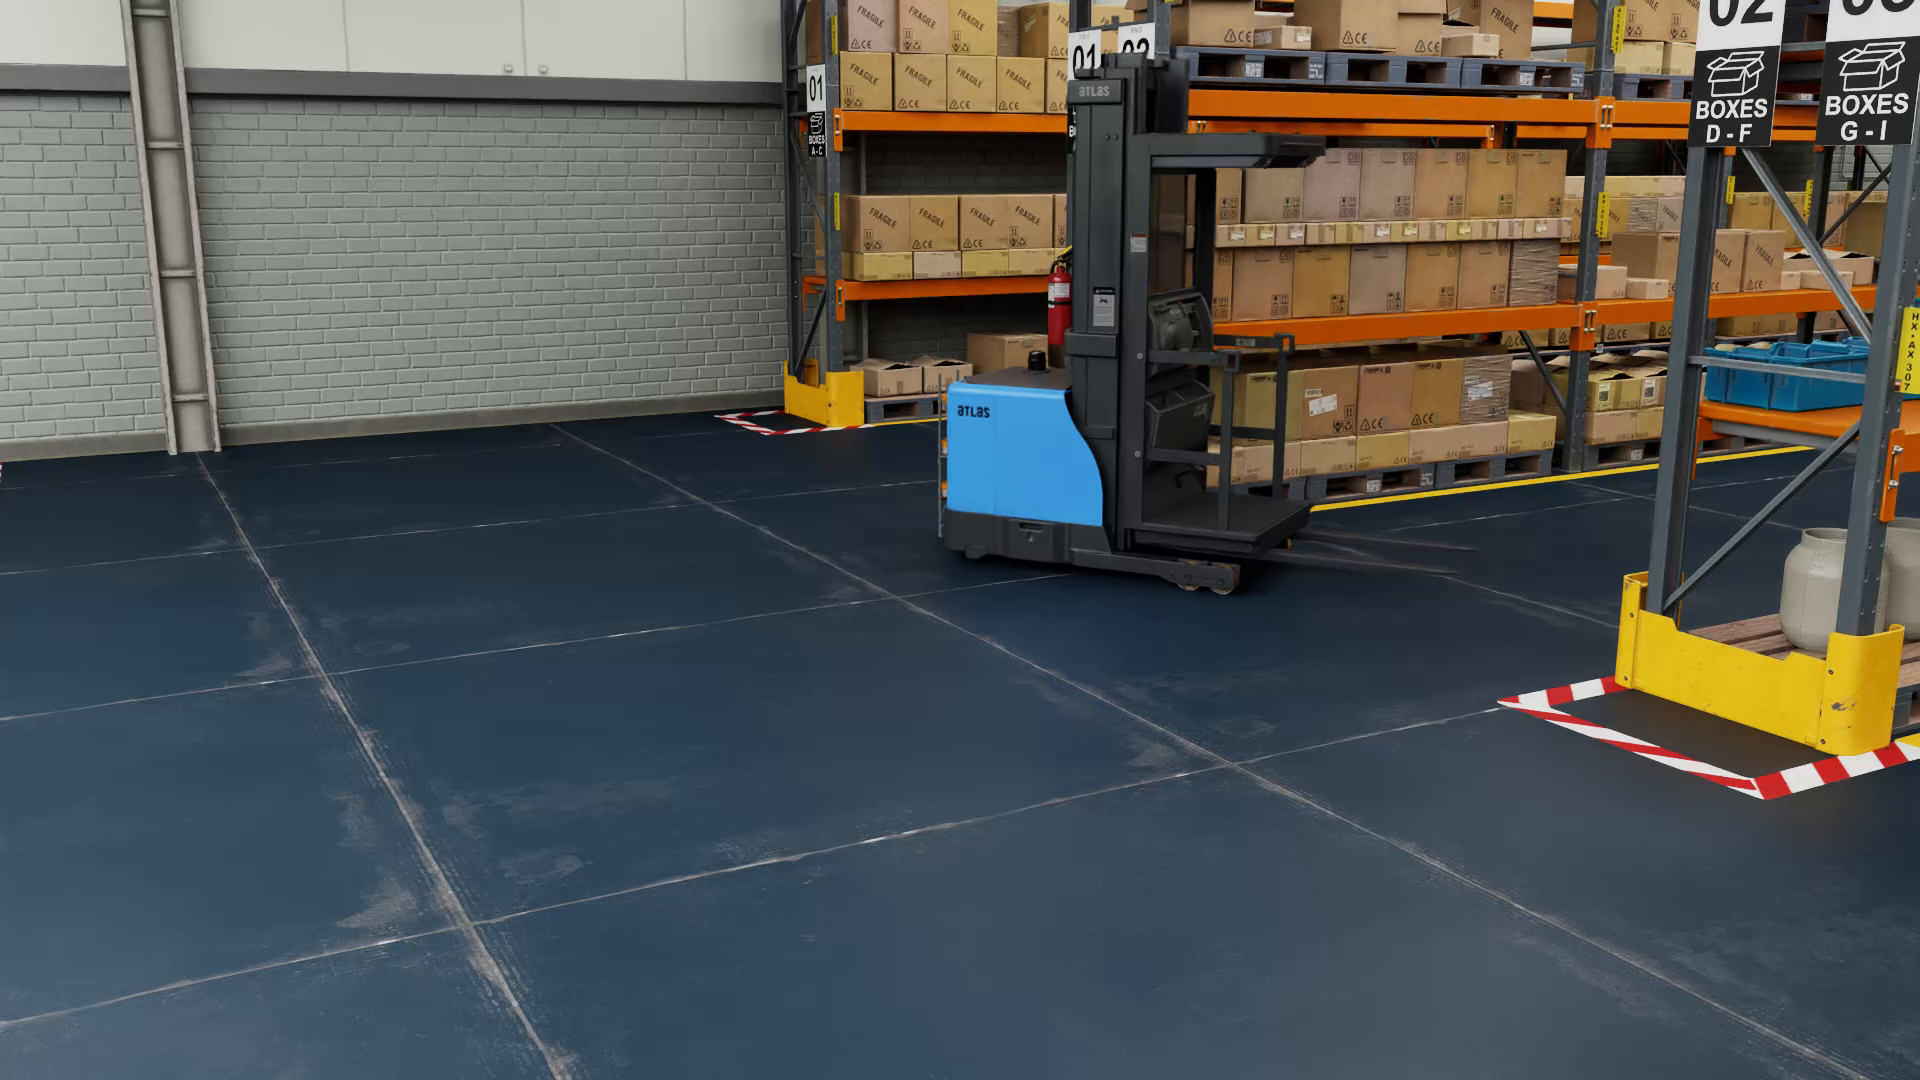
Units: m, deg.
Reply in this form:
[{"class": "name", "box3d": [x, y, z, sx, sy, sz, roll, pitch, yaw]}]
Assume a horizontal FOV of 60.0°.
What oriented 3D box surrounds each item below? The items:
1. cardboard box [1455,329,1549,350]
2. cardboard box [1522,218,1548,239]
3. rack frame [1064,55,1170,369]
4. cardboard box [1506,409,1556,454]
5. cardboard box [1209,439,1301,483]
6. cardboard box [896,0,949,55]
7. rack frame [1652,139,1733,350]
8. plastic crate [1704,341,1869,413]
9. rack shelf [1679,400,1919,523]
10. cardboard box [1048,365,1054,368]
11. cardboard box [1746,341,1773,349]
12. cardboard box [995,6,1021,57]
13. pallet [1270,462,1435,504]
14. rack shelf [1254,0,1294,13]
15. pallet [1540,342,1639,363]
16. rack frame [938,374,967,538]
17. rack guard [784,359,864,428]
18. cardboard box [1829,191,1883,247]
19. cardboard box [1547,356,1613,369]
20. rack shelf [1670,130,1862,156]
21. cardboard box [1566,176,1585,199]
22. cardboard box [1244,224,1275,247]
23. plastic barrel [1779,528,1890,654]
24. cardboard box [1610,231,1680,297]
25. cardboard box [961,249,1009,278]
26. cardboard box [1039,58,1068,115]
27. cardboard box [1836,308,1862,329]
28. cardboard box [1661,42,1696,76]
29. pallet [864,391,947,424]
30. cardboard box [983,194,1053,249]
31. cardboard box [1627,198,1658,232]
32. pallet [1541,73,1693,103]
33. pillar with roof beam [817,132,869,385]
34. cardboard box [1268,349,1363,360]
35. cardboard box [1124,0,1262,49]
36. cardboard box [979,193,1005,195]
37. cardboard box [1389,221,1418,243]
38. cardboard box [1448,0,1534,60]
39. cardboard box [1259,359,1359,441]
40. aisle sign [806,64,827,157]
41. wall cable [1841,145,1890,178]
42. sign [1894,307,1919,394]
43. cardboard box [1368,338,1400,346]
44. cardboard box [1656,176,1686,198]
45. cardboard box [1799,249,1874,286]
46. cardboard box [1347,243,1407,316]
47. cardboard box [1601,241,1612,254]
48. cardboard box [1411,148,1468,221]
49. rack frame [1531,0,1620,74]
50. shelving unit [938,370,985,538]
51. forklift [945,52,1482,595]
[{"class": "cardboard box", "box3d": [6.373, -2.657, 19.521, 0.750, 0.750, 0.750, -7, 14, -29]}, {"class": "cardboard box", "box3d": [4.177, -2.343, 12.483, 0.250, 0.149, 0.380, -7, 15, -29]}, {"class": "rack frame", "box3d": [1.020, -1.652, 11.120, 0.127, 3.000, 1.000, -7, 14, -28]}, {"class": "cardboard box", "box3d": [4.228, -0.846, 12.842, 0.500, 0.250, 0.500, -7, 14, -28]}, {"class": "cardboard box", "box3d": [2.034, -0.583, 11.673, 0.500, 0.250, 0.500, -7, 14, -28]}, {"class": "cardboard box", "box3d": [-0.438, -4.653, 15.071, 0.500, 0.500, 0.500, -7, 14, -29]}, {"class": "rack frame", "box3d": [9.176, -3.869, 20.970, 0.127, 3.000, 1.000, -7, 14, -28]}, {"class": "plastic crate", "box3d": [3.686, -0.735, 7.383, 0.616, 0.251, 0.499, -7, 14, -28]}, {"class": "rack shelf", "box3d": [5.145, -0.557, 7.891, 4.000, 0.370, 1.077, -7, 14, -28]}, {"class": "cardboard box", "box3d": [0.740, -1.687, 16.764, 0.250, 0.149, 0.380, -8, 15, -32]}, {"class": "cardboard box", "box3d": [7.441, -1.633, 15.061, 0.500, 0.311, 0.500, -6, 14, -26]}, {"class": "cardboard box", "box3d": [0.258, -4.871, 16.038, 0.500, 0.500, 0.500, -7, 14, -28]}, {"class": "pallet", "box3d": [2.740, -0.508, 12.386, 1.213, 0.211, 1.003, -7, 14, -28]}, {"class": "rack shelf", "box3d": [3.909, -5.619, 17.629, 4.000, 0.370, 1.077, -7, 14, -28]}, {"class": "pallet", "box3d": [7.462, -2.284, 20.276, 1.213, 0.211, 1.003, -7, 14, -28]}, {"class": "rack frame", "box3d": [-0.047, -0.523, 10.542, 0.200, 1.050, 0.008, 7, 14, 27]}, {"class": "rack guard", "box3d": [-1.290, -1.395, 15.670, 0.348, 0.500, 1.175, -7, 14, -28]}, {"class": "cardboard box", "box3d": [11.611, -4.302, 22.210, 0.700, 0.700, 0.980, -7, 14, -28]}, {"class": "cardboard box", "box3d": [5.203, -1.364, 13.867, 0.500, 0.311, 0.500, -6, 14, -26]}, {"class": "rack shelf", "box3d": [10.931, -5.192, 21.654, 4.000, 0.370, 1.077, -7, 14, -28]}, {"class": "cardboard box", "box3d": [7.095, -4.126, 19.452, 0.500, 0.250, 0.500, -7, 14, -27]}, {"class": "cardboard box", "box3d": [1.917, -2.072, 11.278, 0.250, 0.149, 0.380, -7, 14, -28]}, {"class": "plastic barrel", "box3d": [3.931, 0.227, 7.477, 0.421, 0.512, 0.421, 0, 13, 0]}, {"class": "cardboard box", "box3d": [5.675, -2.255, 13.570, 0.500, 0.500, 0.500, -6, 14, -24]}, {"class": "cardboard box", "box3d": [0.122, -2.643, 15.819, 0.500, 0.250, 0.500, -7, 15, -29]}, {"class": "cardboard box", "box3d": [0.911, -4.332, 15.923, 0.500, 0.500, 0.500, -7, 15, -30]}, {"class": "cardboard box", "box3d": [11.681, -3.130, 22.421, 0.500, 0.500, 0.700, -7, 14, -28]}, {"class": "cardboard box", "box3d": [5.557, -3.790, 13.170, 0.500, 0.250, 0.500, -8, 15, -33]}, {"class": "pallet", "box3d": [-0.560, -1.333, 16.051, 1.213, 0.211, 1.003, -7, 14, -28]}, {"class": "cardboard box", "box3d": [0.549, -3.061, 15.968, 0.500, 0.500, 0.500, -6, 14, -26]}, {"class": "cardboard box", "box3d": [8.003, -3.869, 20.018, 0.500, 0.500, 0.500, -7, 14, -28]}, {"class": "pallet", "box3d": [5.299, -3.539, 13.105, 1.217, 0.209, 0.805, -8, 15, -30]}, {"class": "pillar with roof beam", "box3d": [0.906, -4.944, 12.083, 0.400, 9.000, 9.100, -7, 14, -28]}, {"class": "cardboard box", "box3d": [2.658, -1.156, 12.512, 0.500, 0.500, 0.500, -7, 14, -28]}, {"class": "cardboard box", "box3d": [1.526, -3.499, 10.983, 0.637, 0.503, 0.797, -6, 14, -24]}, {"class": "cardboard box", "box3d": [0.295, -3.159, 16.402, 0.500, 0.500, 0.500, -7, 14, -27]}, {"class": "cardboard box", "box3d": [3.048, -2.207, 11.878, 0.250, 0.149, 0.380, -6, 14, -26]}, {"class": "cardboard box", "box3d": [3.962, -3.856, 12.578, 0.500, 0.500, 0.500, -6, 14, -23]}, {"class": "cardboard box", "box3d": [2.468, -1.003, 11.834, 0.500, 0.500, 0.500, -7, 14, -28]}, {"class": "aisle sign", "box3d": [-1.276, -3.810, 14.784, 0.004, 0.787, 0.394, -7, 14, -28]}, {"class": "wall cable", "box3d": [13.357, -5.103, 24.137, 1.851, 1.984, 0.084, -7, 14, -28]}, {"class": "sign", "box3d": [3.650, -0.726, 6.373, 0.005, 0.325, 0.100, -7, 14, -28]}, {"class": "cardboard box", "box3d": [4.550, -2.326, 18.804, 0.500, 0.500, 0.700, -7, 14, -28]}, {"class": "cardboard box", "box3d": [8.435, -4.288, 20.173, 0.500, 0.250, 0.500, -6, 14, -27]}, {"class": "cardboard box", "box3d": [7.701, -2.421, 14.737, 0.500, 0.311, 0.500, -6, 14, -24]}, {"class": "cardboard box", "box3d": [2.793, -1.911, 12.042, 0.500, 0.500, 0.700, -6, 14, -26]}, {"class": "cardboard box", "box3d": [7.640, -3.515, 19.924, 0.250, 0.149, 0.380, -6, 14, -26]}, {"class": "cardboard box", "box3d": [3.261, -2.601, 12.153, 0.500, 0.500, 0.700, -7, 14, -28]}, {"class": "rack frame", "box3d": [4.531, -5.000, 12.331, 0.127, 3.000, 1.000, -7, 14, -28]}, {"class": "shelving unit", "box3d": [0.010, -0.547, 10.647, 0.215, 1.050, 0.252, 7, 14, 27]}, {"class": "forklift", "box3d": [1.455, -1.257, 9.519, 3.031, 2.935, 1.130, 7, 14, 27]}]
